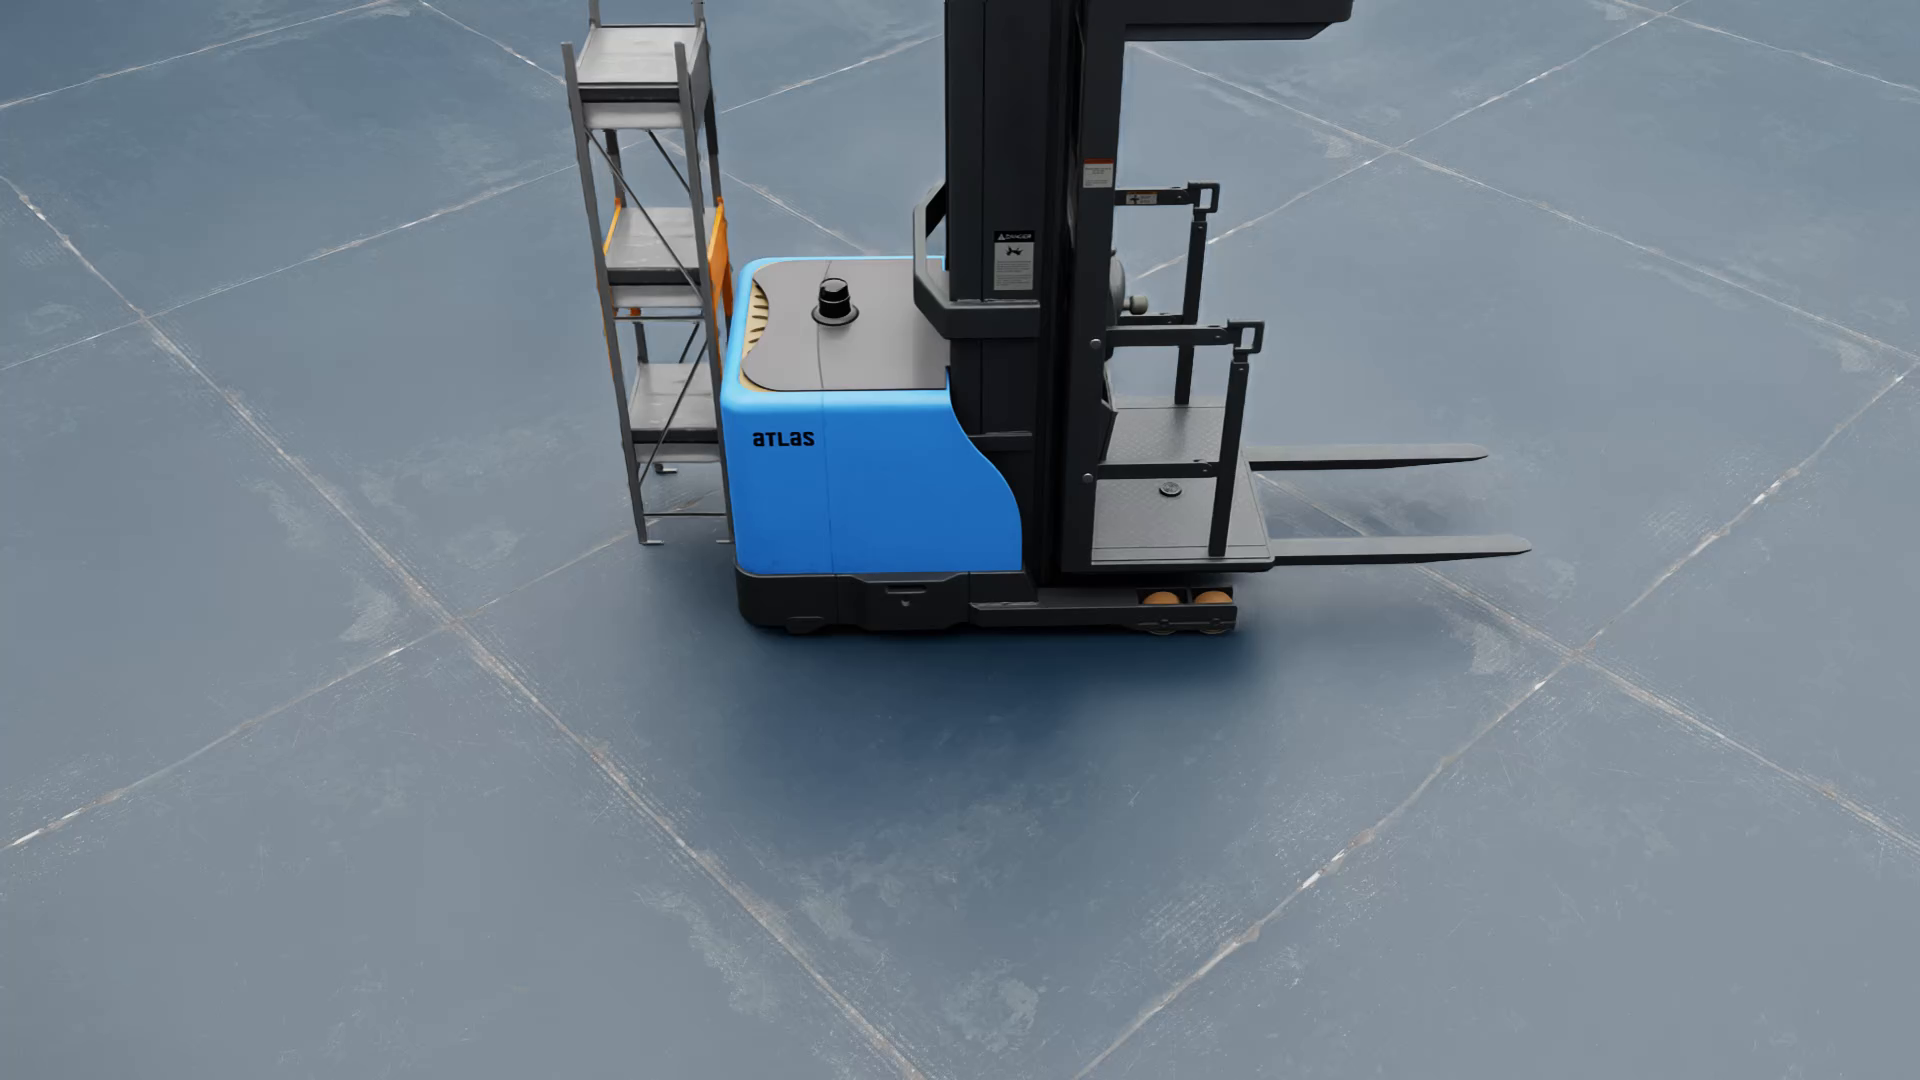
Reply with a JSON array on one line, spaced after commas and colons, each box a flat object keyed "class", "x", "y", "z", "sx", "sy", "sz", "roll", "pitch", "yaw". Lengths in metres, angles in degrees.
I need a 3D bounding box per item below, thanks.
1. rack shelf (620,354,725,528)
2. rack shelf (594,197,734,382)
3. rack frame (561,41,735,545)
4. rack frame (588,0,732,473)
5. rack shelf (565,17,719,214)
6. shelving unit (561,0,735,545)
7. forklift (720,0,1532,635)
[{"class": "rack shelf", "x": -1.100, "y": -0.401, "z": 6.711, "sx": 0.431, "sy": 0.518, "sz": 0.480, "roll": 0, "pitch": 39, "yaw": 0}, {"class": "rack shelf", "x": -1.100, "y": -0.946, "z": 6.271, "sx": 0.431, "sy": 0.518, "sz": 0.480, "roll": 0, "pitch": 39, "yaw": 0}, {"class": "rack frame", "x": -1.098, "y": -0.803, "z": 6.073, "sx": 0.400, "sy": 2.100, "sz": 0.015, "roll": 0, "pitch": 39, "yaw": 0}, {"class": "rack frame", "x": -1.102, "y": -1.110, "z": 6.453, "sx": 0.400, "sy": 2.100, "sz": 0.015, "roll": 0, "pitch": 39, "yaw": 0}, {"class": "rack shelf", "x": -1.100, "y": -1.490, "z": 5.832, "sx": 0.431, "sy": 0.518, "sz": 0.480, "roll": 0, "pitch": 39, "yaw": 0}, {"class": "shelving unit", "x": -1.100, "y": -0.956, "z": 6.263, "sx": 0.431, "sy": 2.100, "sz": 0.503, "roll": 0, "pitch": 39, "yaw": 0}, {"class": "forklift", "x": 0.665, "y": -1.115, "z": 5.797, "sx": 3.031, "sy": 2.935, "sz": 1.130, "roll": -1, "pitch": 39, "yaw": -1}]
